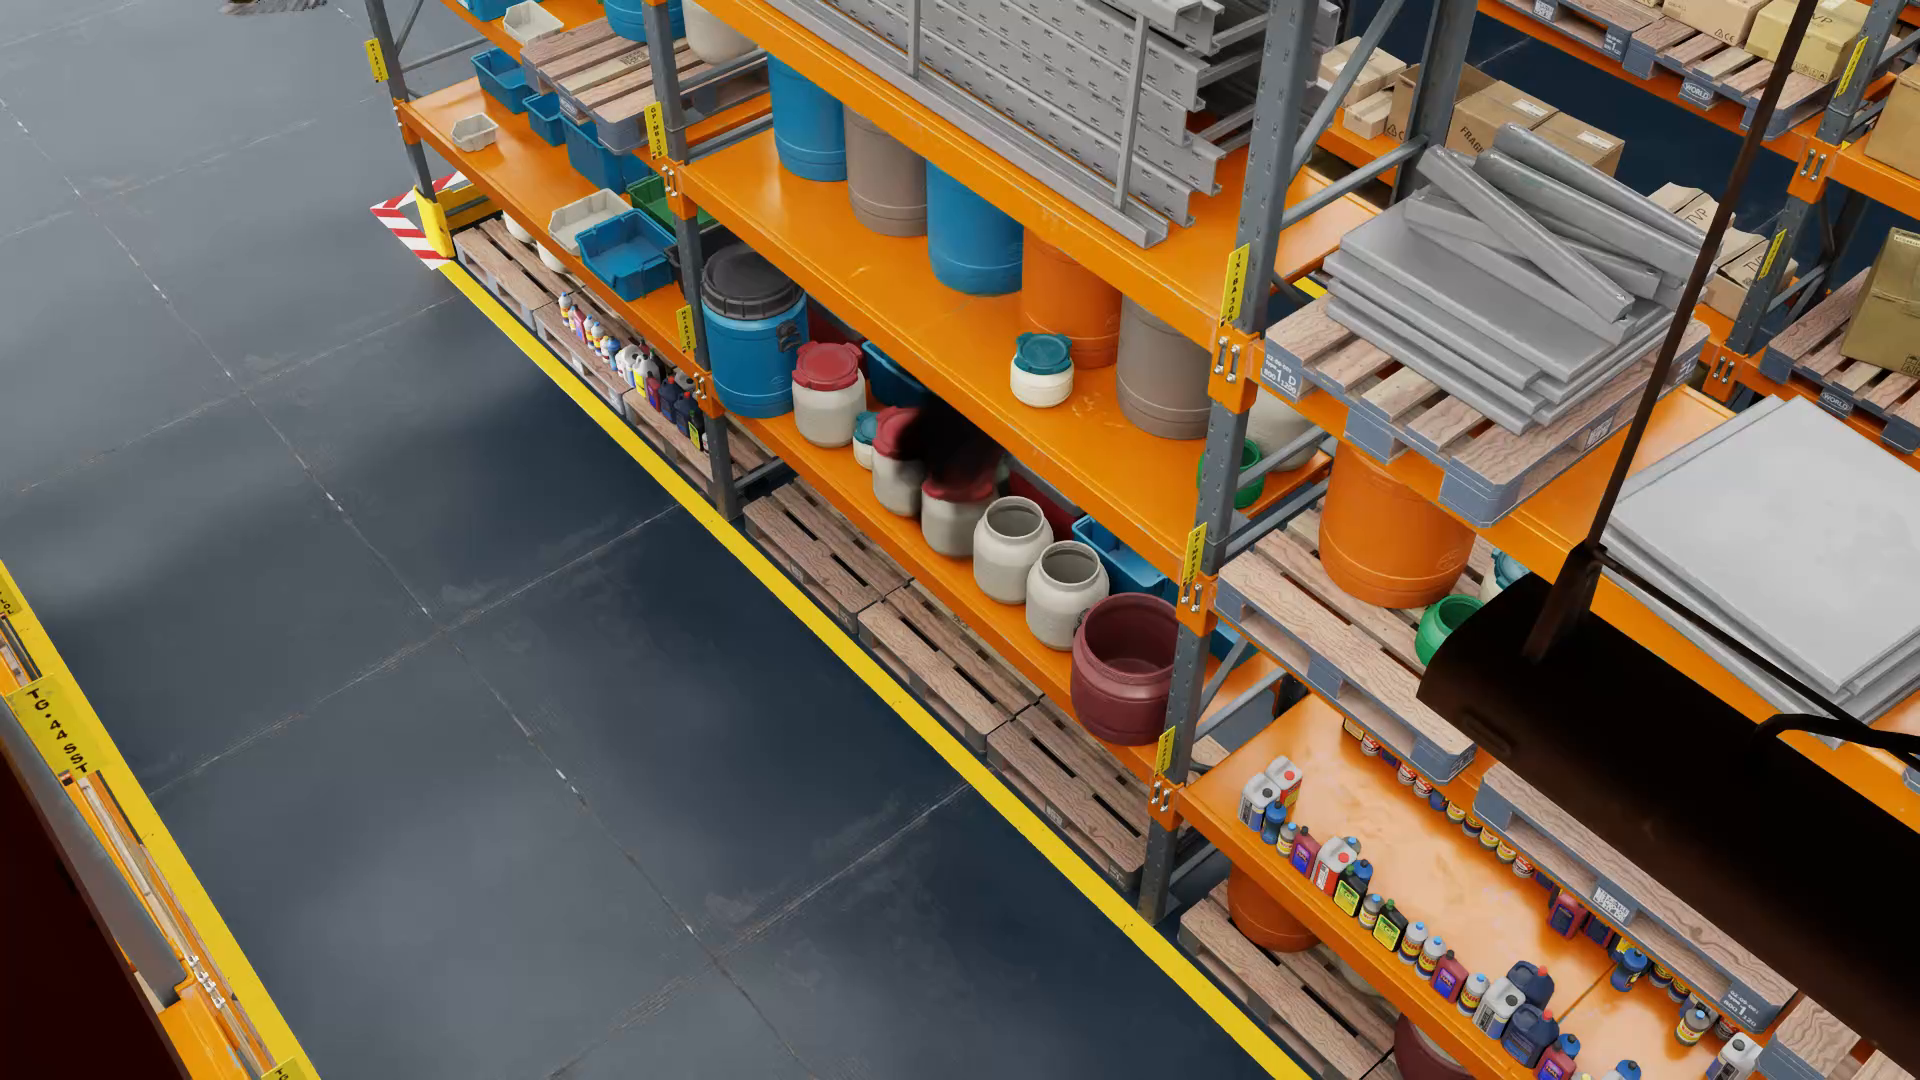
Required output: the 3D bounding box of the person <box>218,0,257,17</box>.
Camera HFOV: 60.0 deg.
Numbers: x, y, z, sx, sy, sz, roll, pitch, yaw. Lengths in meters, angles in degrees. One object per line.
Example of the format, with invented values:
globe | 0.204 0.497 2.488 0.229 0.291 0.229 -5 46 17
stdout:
person | -6.550 -5.695 15.154 0.949 1.804 0.730 -10 47 -10
